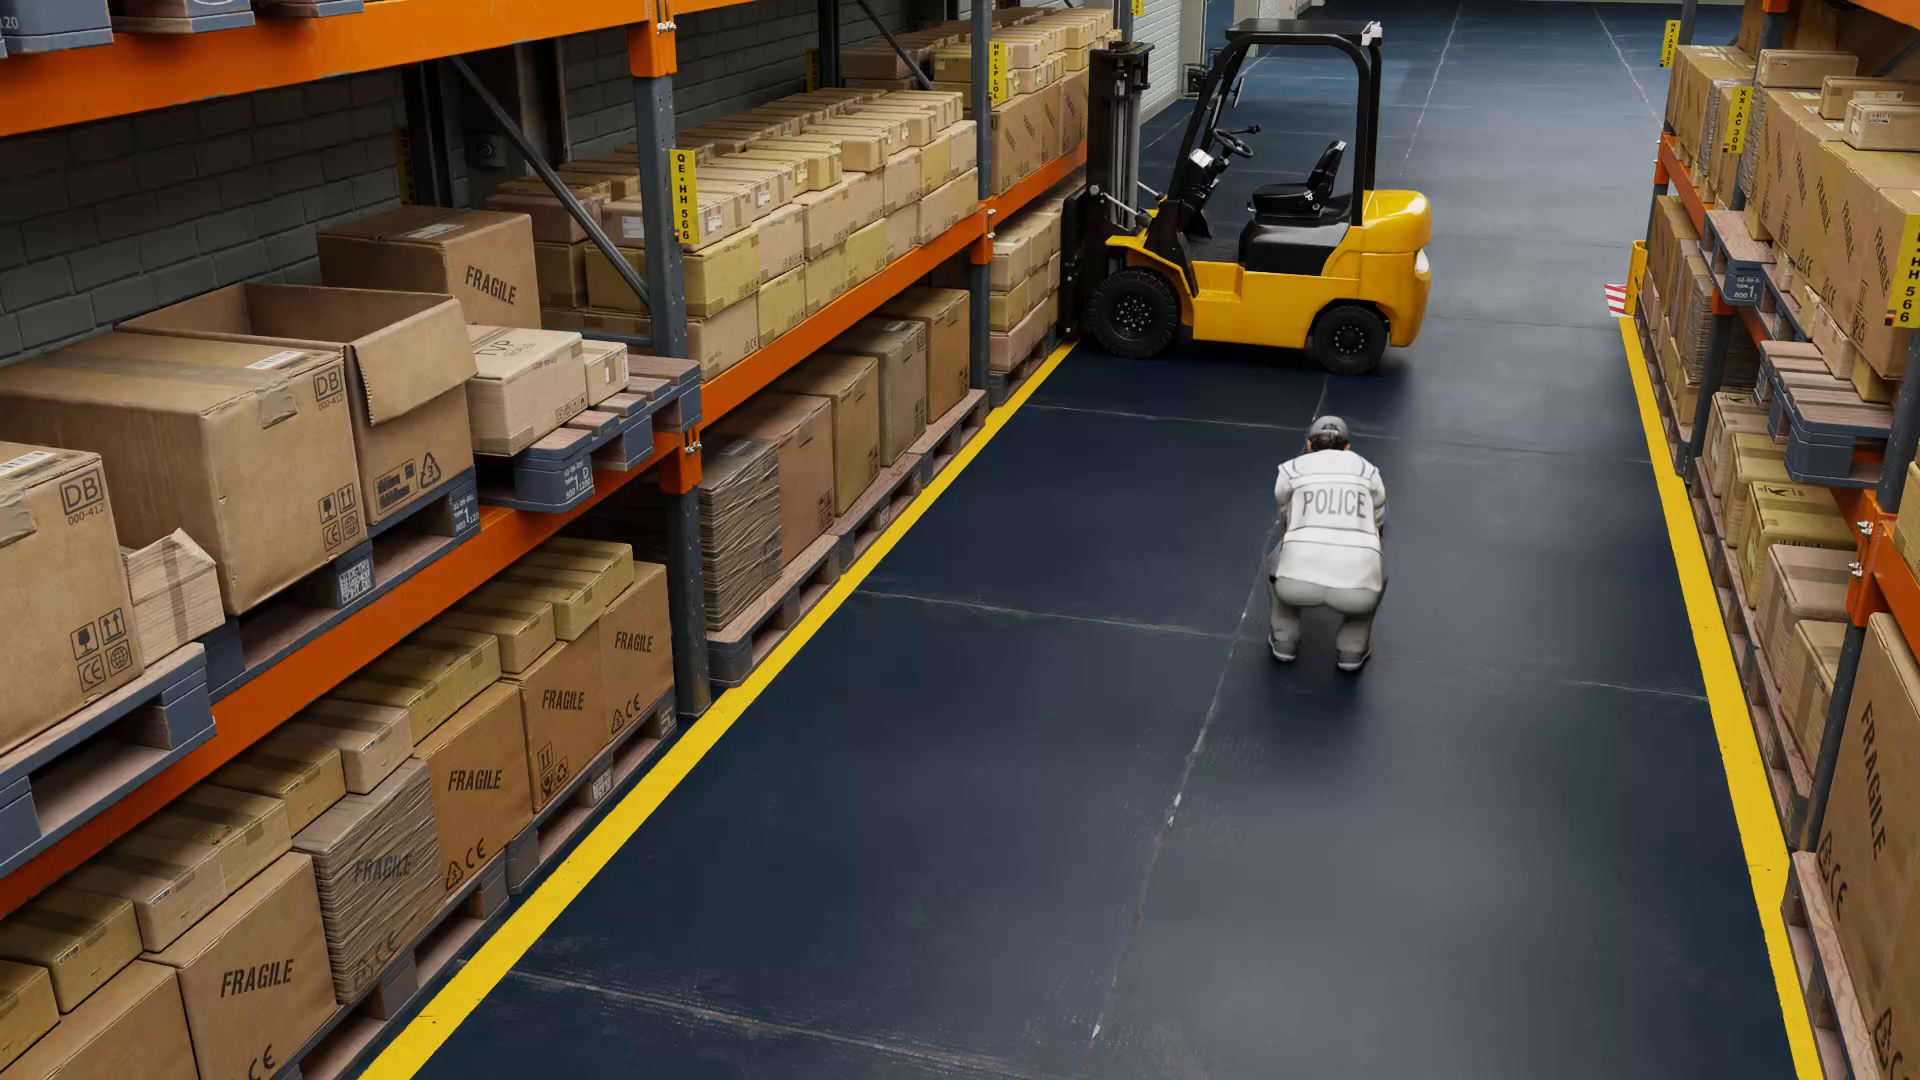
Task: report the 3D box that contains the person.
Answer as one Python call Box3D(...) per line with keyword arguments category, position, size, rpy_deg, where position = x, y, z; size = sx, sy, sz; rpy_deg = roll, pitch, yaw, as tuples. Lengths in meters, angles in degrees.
Box3D(category="person", position=(1.559, 0.011, 7.031), size=(0.512, 0.945, 0.884), rpy_deg=(6, 23, 14))
